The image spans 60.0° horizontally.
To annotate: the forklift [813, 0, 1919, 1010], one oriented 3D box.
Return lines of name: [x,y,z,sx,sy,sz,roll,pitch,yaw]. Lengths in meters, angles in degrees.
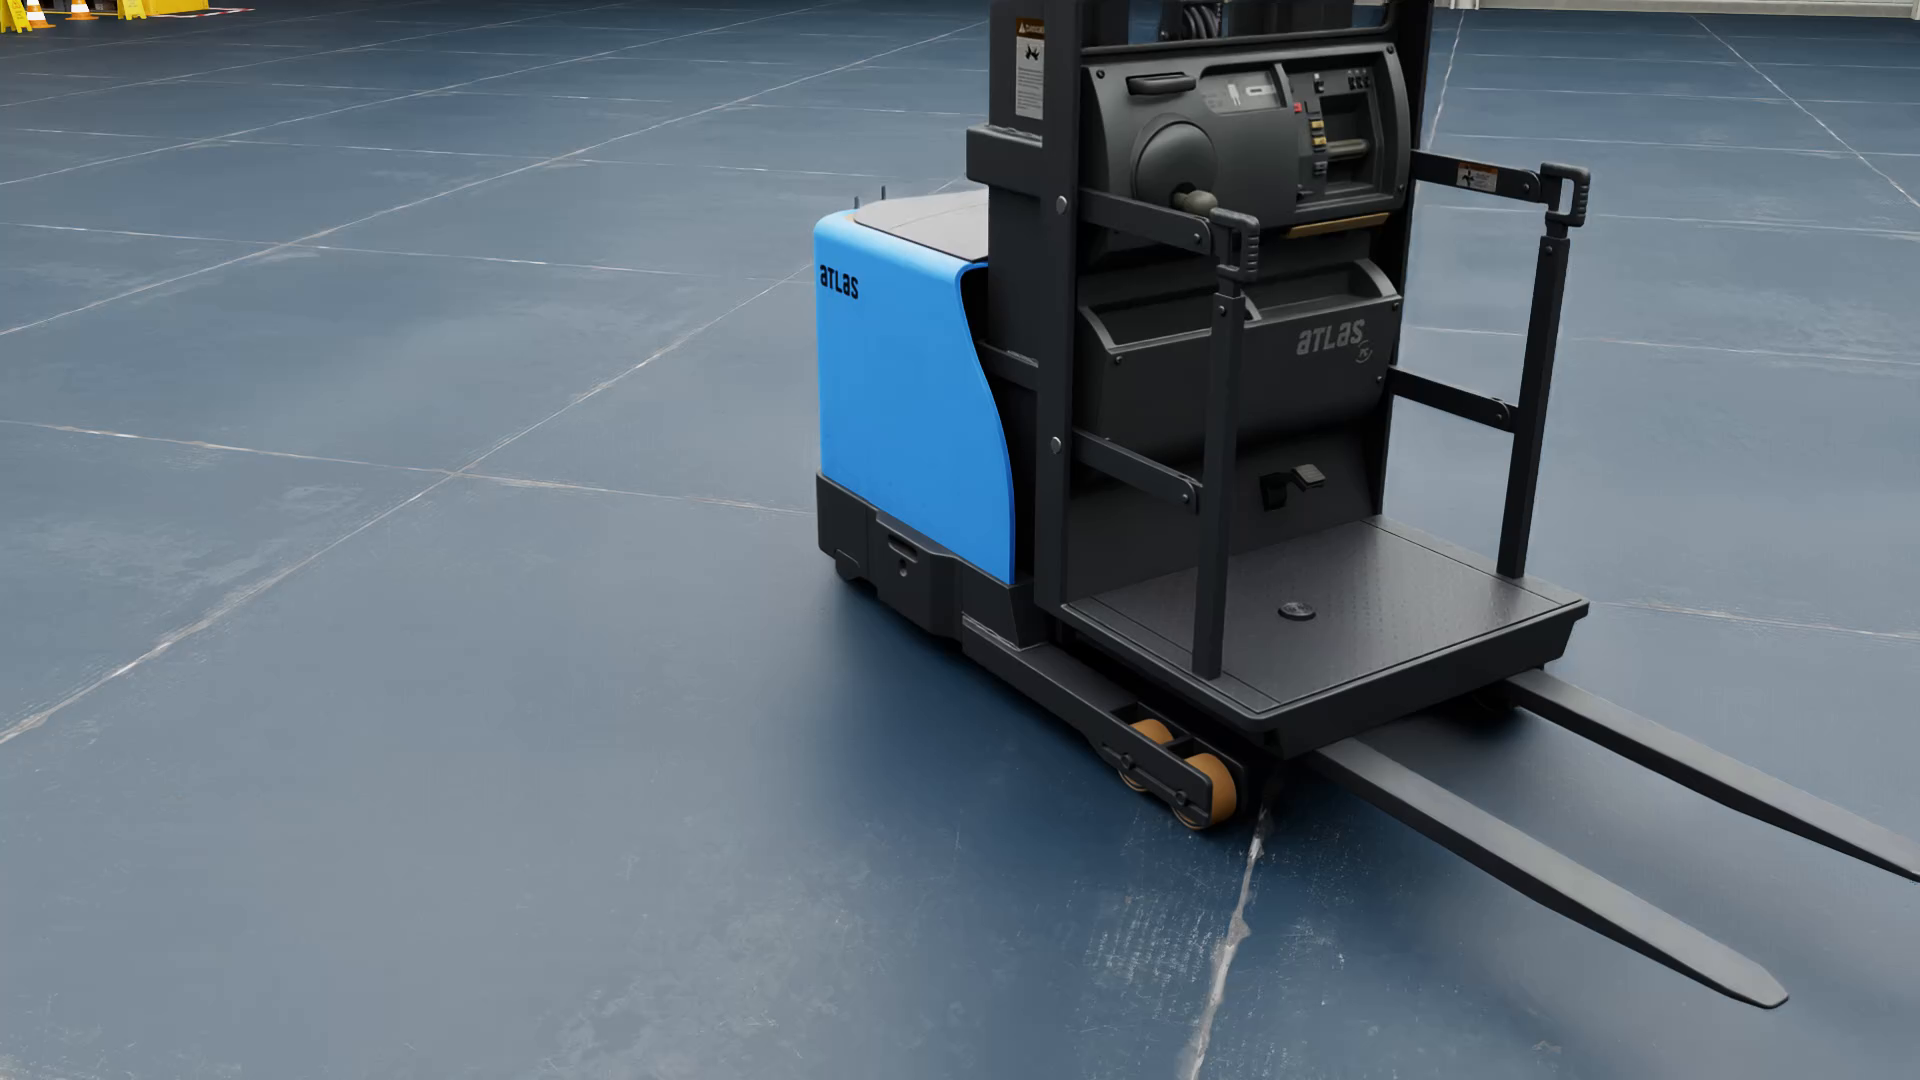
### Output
forklift: [0.800,-0.917,3.644,1.130,2.935,3.031,-14,26,-31]

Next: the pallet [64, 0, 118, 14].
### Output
pallet: [-11.839,-7.623,23.577,1.213,0.211,1.003,7,23,16]

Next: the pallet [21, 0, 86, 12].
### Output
pallet: [-13.003,-7.758,23.905,1.213,0.211,1.003,7,23,16]

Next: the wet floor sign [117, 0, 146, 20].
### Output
wet floor sign: [-11.126,-7.304,22.227,0.232,0.644,0.267,16,27,34]

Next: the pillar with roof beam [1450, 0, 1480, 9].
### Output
pillar with roof beam: [6.015,-10.249,18.399,0.400,9.000,9.100,7,23,16]

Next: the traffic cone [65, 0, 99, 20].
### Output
traffic cone: [-11.783,-7.208,22.233,0.334,0.463,0.336,7,23,16]

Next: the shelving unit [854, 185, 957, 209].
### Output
shelving unit: [-0.166,-0.572,5.282,0.252,1.050,0.215,10,24,22]

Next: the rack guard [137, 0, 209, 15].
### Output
rack guard: [-11.071,-7.655,23.274,0.348,0.500,1.175,7,23,16]

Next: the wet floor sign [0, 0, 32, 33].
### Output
wet floor sign: [-11.732,-6.621,20.560,0.232,0.644,0.267,3,22,6]

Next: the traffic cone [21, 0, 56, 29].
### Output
traffic cone: [-11.778,-6.767,21.159,0.334,0.463,0.336,7,23,16]

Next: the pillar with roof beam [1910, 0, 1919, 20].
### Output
pillar with roof beam: [11.759,-9.591,16.795,0.400,9.000,9.100,7,23,16]

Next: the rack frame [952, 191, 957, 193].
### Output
rack frame: [-0.054,-0.553,5.236,0.008,1.050,0.200,10,24,22]

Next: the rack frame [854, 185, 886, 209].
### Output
rack frame: [-0.277,-0.591,5.328,0.008,1.050,0.200,10,24,22]
